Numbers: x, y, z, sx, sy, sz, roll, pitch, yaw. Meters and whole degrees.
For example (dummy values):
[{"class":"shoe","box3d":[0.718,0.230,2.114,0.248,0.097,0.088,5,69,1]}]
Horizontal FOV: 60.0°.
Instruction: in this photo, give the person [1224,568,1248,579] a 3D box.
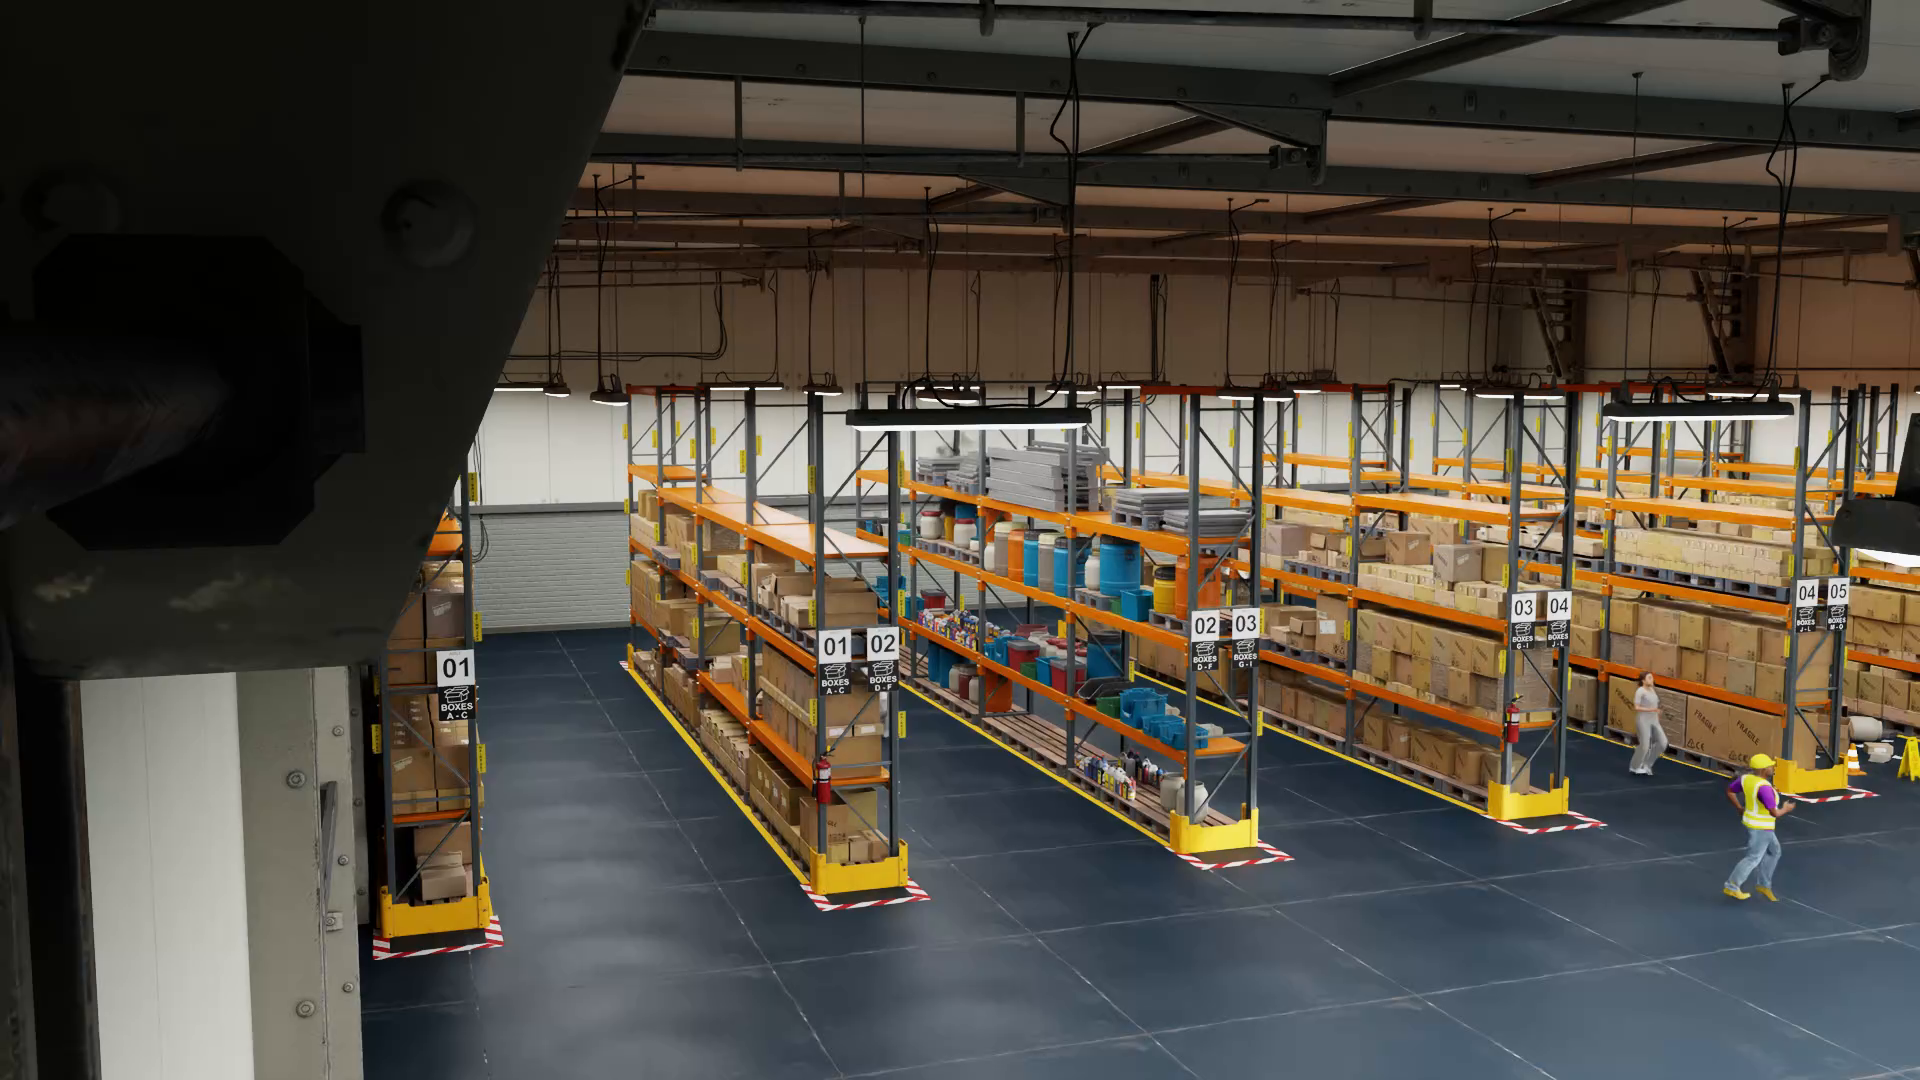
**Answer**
[{"class":"person","box3d":[6.609,1.270,40.759,0.865,1.707,0.767,-3,7,-27]}]

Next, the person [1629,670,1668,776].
[{"class":"person","box3d":[10.683,2.848,25.764,0.548,1.656,0.616,-3,7,-28]}]

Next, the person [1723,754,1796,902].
[{"class":"person","box3d":[9.445,3.426,19.657,0.766,1.826,0.668,1,6,8]}]

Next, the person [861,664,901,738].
[{"class":"person","box3d":[-1.289,2.496,28.317,0.710,1.730,0.577,-3,7,-30]}]
